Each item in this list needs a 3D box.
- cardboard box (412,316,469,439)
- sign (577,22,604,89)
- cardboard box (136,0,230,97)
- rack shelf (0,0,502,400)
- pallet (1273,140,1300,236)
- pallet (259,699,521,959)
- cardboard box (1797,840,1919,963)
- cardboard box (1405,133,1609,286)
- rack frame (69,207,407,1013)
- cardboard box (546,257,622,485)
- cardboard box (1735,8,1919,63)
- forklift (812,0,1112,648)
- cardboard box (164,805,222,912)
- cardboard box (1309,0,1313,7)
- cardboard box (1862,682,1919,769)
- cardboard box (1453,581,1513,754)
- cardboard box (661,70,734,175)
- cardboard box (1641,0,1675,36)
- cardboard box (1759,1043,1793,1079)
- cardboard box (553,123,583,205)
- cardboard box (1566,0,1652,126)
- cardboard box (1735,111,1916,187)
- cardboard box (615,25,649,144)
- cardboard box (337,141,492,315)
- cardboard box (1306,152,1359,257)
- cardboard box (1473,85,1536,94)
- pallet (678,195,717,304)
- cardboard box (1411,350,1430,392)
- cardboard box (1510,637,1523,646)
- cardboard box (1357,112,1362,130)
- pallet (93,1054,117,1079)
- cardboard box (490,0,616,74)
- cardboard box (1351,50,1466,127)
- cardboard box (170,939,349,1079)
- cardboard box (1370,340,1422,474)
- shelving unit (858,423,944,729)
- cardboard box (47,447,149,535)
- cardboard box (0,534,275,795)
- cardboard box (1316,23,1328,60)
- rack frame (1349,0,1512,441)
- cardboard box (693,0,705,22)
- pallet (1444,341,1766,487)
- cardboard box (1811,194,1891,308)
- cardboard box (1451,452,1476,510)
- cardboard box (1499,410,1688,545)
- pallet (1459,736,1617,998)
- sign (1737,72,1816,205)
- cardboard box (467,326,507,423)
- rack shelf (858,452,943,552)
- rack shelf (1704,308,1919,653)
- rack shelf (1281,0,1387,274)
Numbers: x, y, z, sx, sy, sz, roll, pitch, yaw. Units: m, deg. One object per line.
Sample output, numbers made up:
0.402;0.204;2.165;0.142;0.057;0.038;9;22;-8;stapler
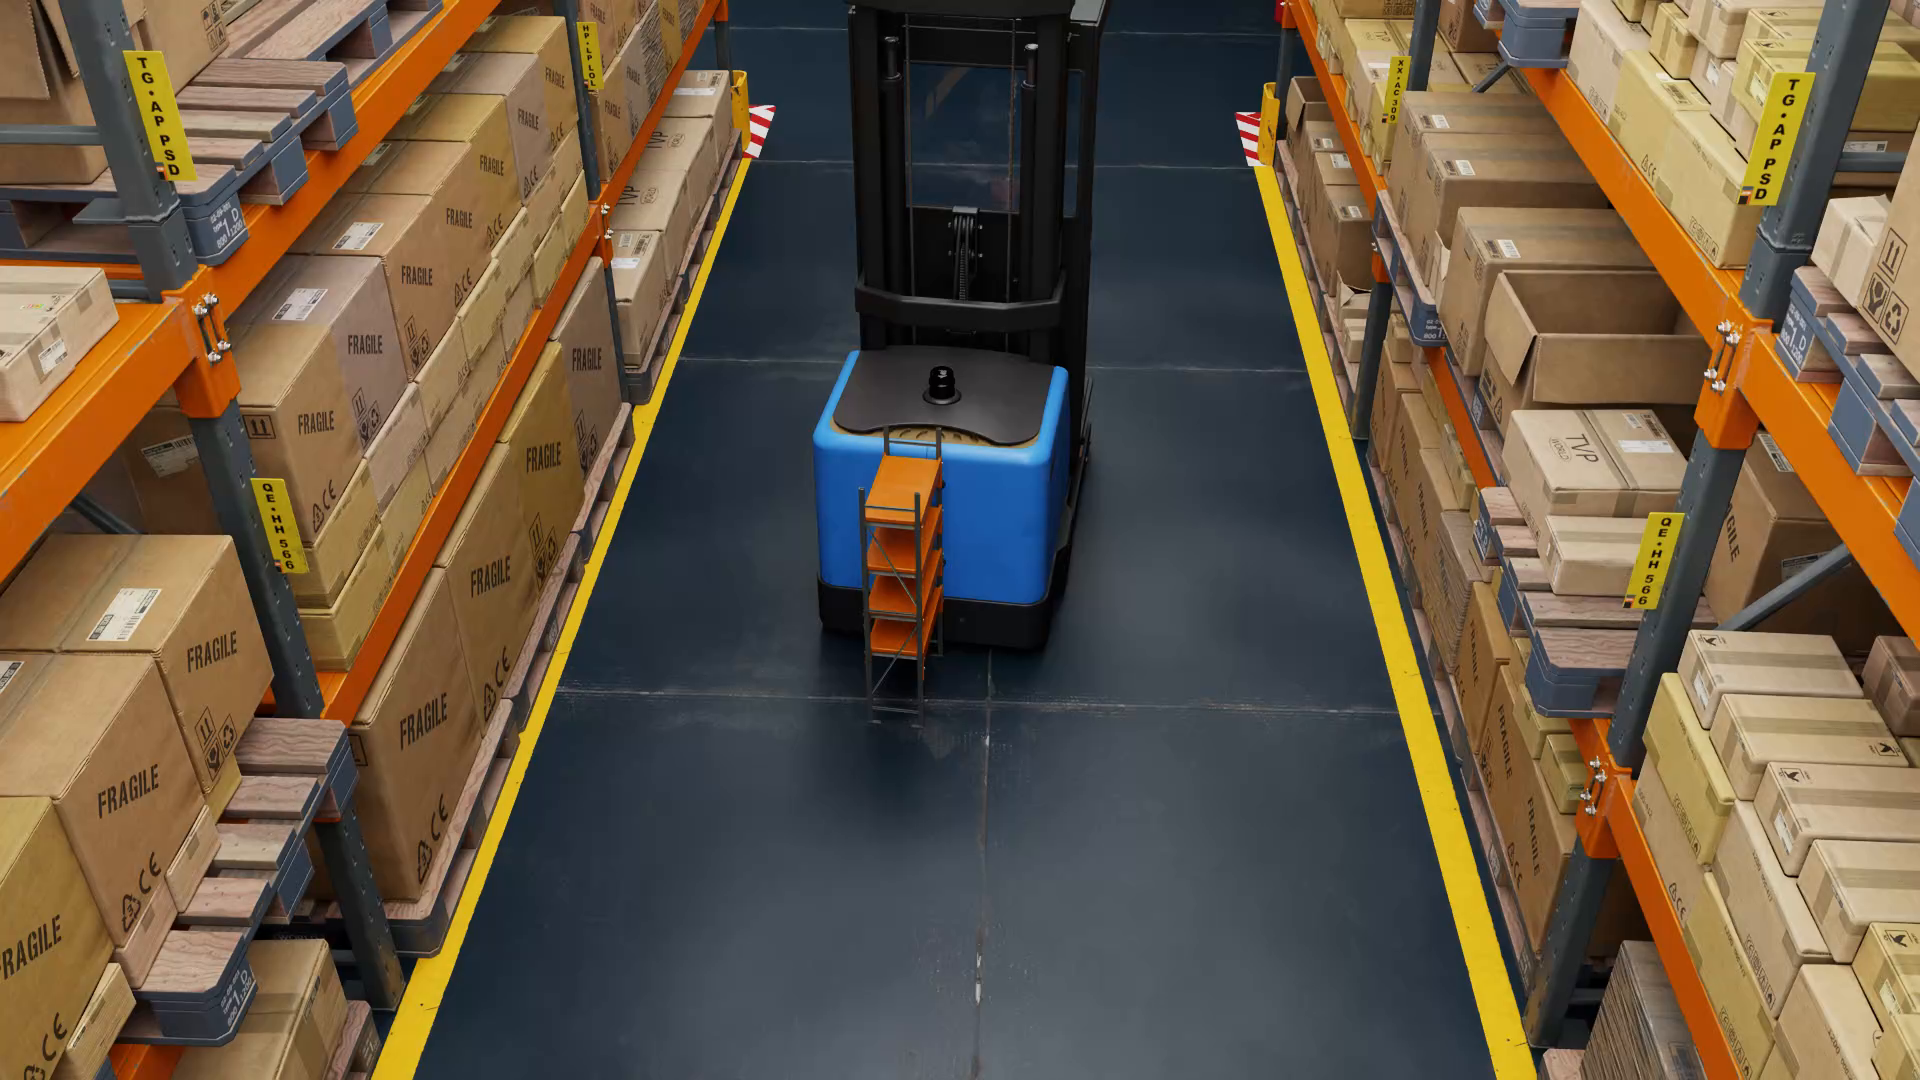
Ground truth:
-2.168;-0.615;6.212;0.500;0.250;0.500;1;35;2;cardboard box
-1.786;-2.336;8.027;0.100;0.325;0.005;1;35;2;sign
-2.640;-1.617;4.881;0.700;0.500;0.500;0;35;0;cardboard box
-2.409;-1.685;6.056;1.077;0.370;4.000;1;35;2;rack shelf
2.757;-2.444;11.545;1.003;0.211;1.213;1;35;2;pallet
-2.383;1.086;6.521;1.003;0.211;1.213;1;35;2;pallet
2.171;0.831;3.807;0.380;0.149;0.250;2;35;2;cardboard box
2.367;-1.431;7.226;0.700;0.500;0.500;2;35;2;cardboard box
-2.490;0.397;5.077;1.000;3.000;0.127;1;35;2;rack frame
-2.274;-0.846;8.328;0.875;0.875;0.875;2;35;3;cardboard box
2.305;-1.295;4.400;0.380;0.149;0.250;0;35;0;cardboard box
0.099;-1.554;7.912;1.130;2.935;3.031;5;35;7;forklift
-2.172;0.823;4.324;0.380;0.149;0.250;1;35;1;cardboard box
2.484;-3.603;10.640;0.500;0.250;0.500;2;35;2;cardboard box
2.730;0.630;4.440;0.500;0.250;0.500;2;35;3;cardboard box
2.321;0.524;6.704;0.500;0.500;0.500;3;35;4;cardboard box
-2.095;-2.942;11.690;0.875;0.438;0.875;0;35;0;cardboard box
2.336;-1.614;5.113;0.380;0.149;0.250;2;35;2;cardboard box
2.169;1.405;3.773;0.500;0.250;0.500;0;35;0;cardboard box
-2.104;-1.786;7.878;0.500;0.250;0.500;1;35;2;cardboard box
2.288;-1.534;5.345;0.500;0.250;0.500;1;35;2;cardboard box
2.244;-1.029;4.281;0.380;0.149;0.250;2;35;3;cardboard box
-2.024;-2.495;9.104;0.500;0.500;0.500;2;35;2;cardboard box
-2.155;-1.203;6.397;0.500;0.500;0.500;2;35;3;cardboard box
2.478;-2.095;10.432;0.500;0.500;0.500;2;35;3;cardboard box
2.921;-2.128;8.541;0.500;0.250;0.500;1;35;1;cardboard box
-2.174;-1.898;10.768;1.003;0.211;1.213;1;35;2;pallet
2.417;-0.843;8.085;0.380;0.149;0.250;0;35;1;cardboard box
2.328;0.347;6.393;0.380;0.149;0.250;2;35;3;cardboard box
2.404;-2.325;9.168;0.380;0.149;0.250;2;35;3;cardboard box
-2.528;1.613;3.513;1.003;0.211;1.213;1;35;2;pallet
-2.068;-2.620;8.412;0.500;0.500;0.500;2;35;2;cardboard box
2.413;-2.436;8.979;0.500;0.250;0.500;1;35;2;cardboard box
-2.522;1.624;5.250;0.950;0.372;0.625;-1;35;-1;cardboard box
2.387;-0.665;8.397;0.500;0.500;0.500;3;35;4;cardboard box
-0.235;0.162;6.976;0.258;1.200;0.503;5;35;7;shelving unit
-2.730;-0.357;5.192;0.500;0.500;0.500;0;35;1;cardboard box
-2.230;0.330;4.461;0.500;0.500;0.500;0;35;1;cardboard box
2.403;-3.063;10.218;0.380;0.149;0.250;0;35;1;cardboard box
2.631;-1.789;8.187;1.000;3.000;0.127;1;35;2;rack frame
-1.958;-3.669;10.775;0.500;0.500;0.500;1;35;1;cardboard box
2.544;-0.530;6.562;1.003;0.211;1.213;1;35;2;pallet
2.153;-0.642;3.697;0.380;0.166;0.250;1;35;2;cardboard box
2.361;-0.252;7.244;0.380;0.149;0.250;3;35;4;cardboard box
2.189;-0.215;5.712;0.500;0.250;0.500;0;35;0;cardboard box
2.538;1.222;6.328;1.003;0.211;1.213;1;35;2;pallet
1.928;-0.943;3.925;0.100;0.325;0.005;1;35;2;sign
-2.172;-0.698;6.765;0.500;0.250;0.500;1;35;2;cardboard box
-0.235;-0.160;6.750;0.258;0.148;0.480;5;35;7;rack shelf
2.390;0.725;2.626;1.077;0.370;4.000;1;35;2;rack shelf
2.711;-2.644;10.029;1.077;0.370;4.000;1;35;2;rack shelf
